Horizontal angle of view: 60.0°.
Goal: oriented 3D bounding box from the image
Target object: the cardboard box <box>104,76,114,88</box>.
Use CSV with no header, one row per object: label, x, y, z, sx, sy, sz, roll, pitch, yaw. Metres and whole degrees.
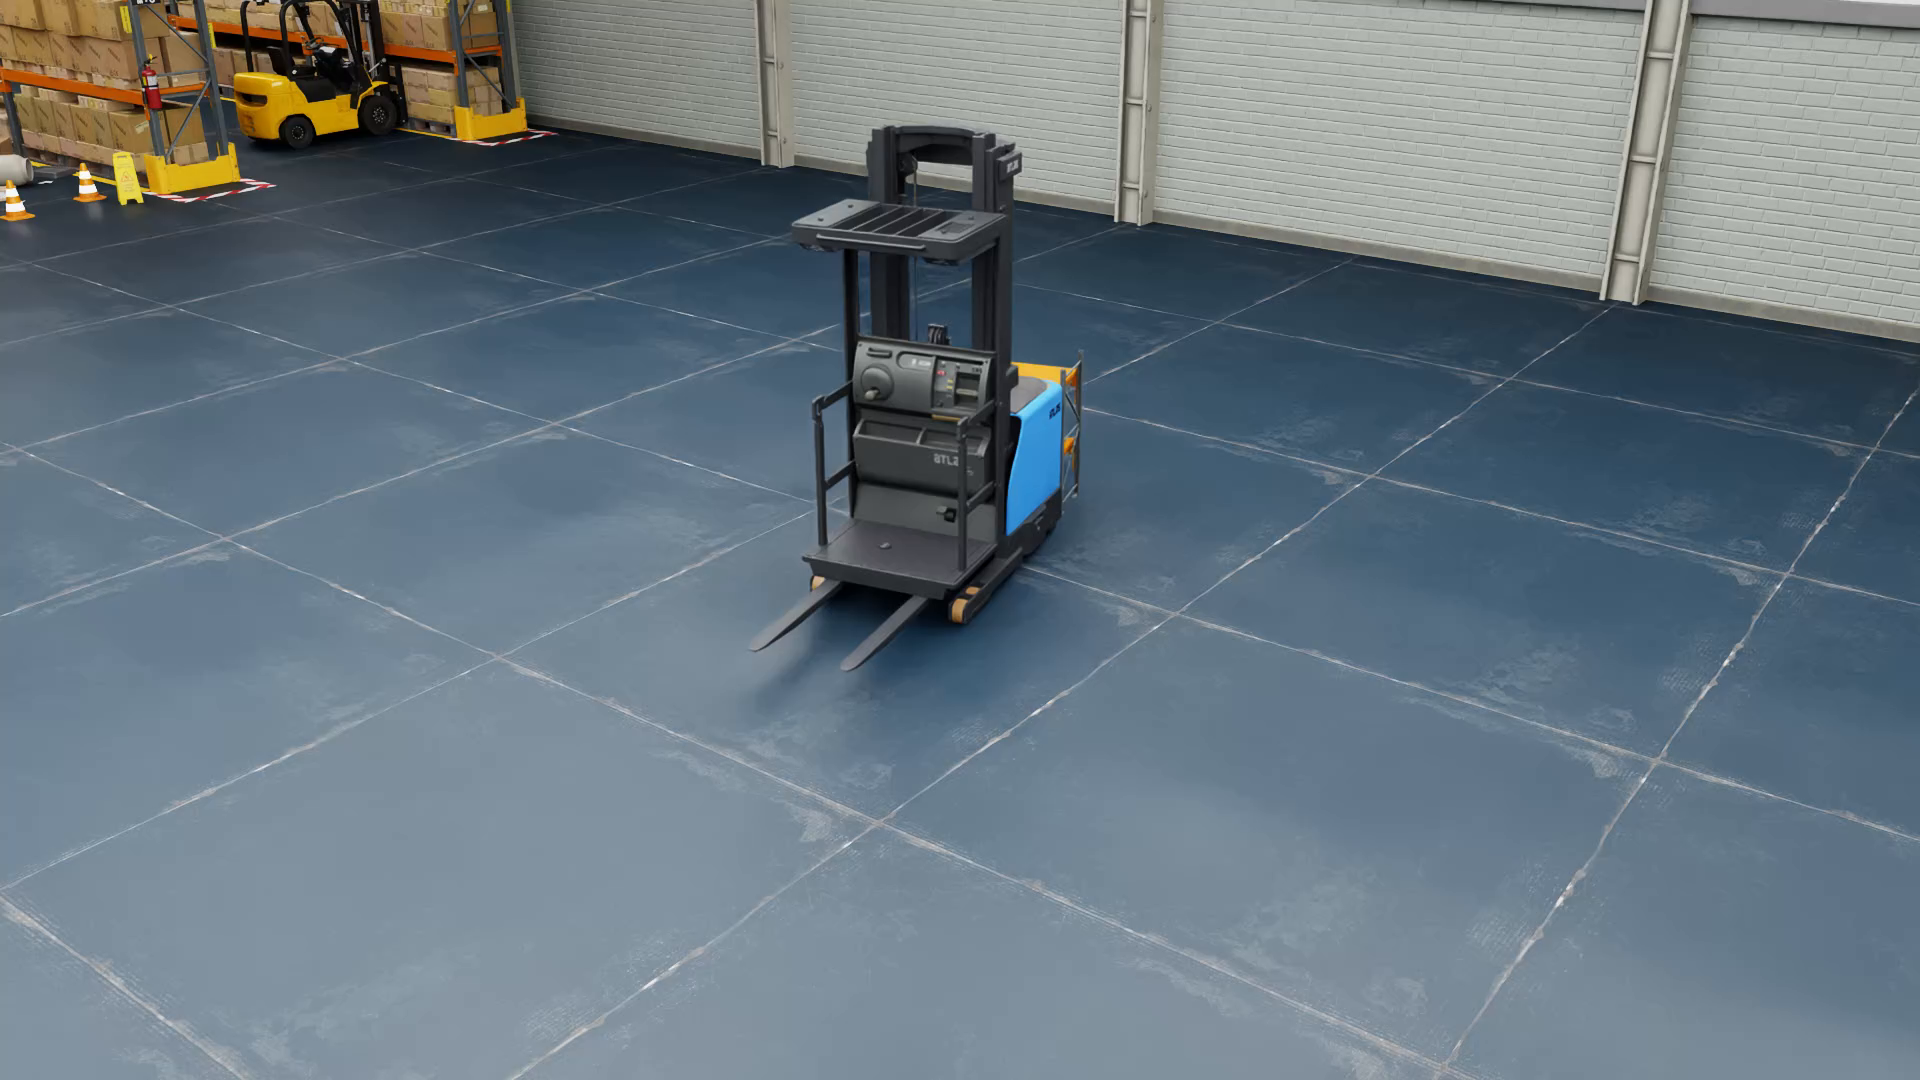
cardboard box,-11.275,-6.198,22.409,0.250,0.149,0.380,16,29,32

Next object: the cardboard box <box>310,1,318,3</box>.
cardboard box,-10.516,-8.948,27.410,0.250,0.149,0.380,16,29,32

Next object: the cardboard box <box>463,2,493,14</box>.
cardboard box,-7.528,-8.308,25.958,0.250,0.149,0.380,16,28,32

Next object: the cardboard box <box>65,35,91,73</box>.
cardboard box,-11.782,-6.667,22.667,0.500,0.500,0.500,17,29,33

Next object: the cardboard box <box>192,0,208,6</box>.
cardboard box,-13.205,-9.587,29.355,0.500,0.250,0.500,18,29,35

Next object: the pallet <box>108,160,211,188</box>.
pallet,-11.076,-5.148,23.172,1.213,0.211,1.003,17,29,33

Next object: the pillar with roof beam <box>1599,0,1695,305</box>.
pillar with roof beam,4.393,-5.263,12.534,0.400,9.000,9.100,17,29,33

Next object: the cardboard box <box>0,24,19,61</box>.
cardboard box,-13.402,-7.150,23.766,0.500,0.500,0.500,17,29,33

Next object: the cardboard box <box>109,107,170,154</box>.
cardboard box,-11.184,-5.584,22.663,0.500,0.500,0.500,17,29,34

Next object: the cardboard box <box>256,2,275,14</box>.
cardboard box,-11.575,-9.086,28.217,0.500,0.250,0.500,16,28,32

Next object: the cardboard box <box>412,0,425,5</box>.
cardboard box,-8.267,-8.401,25.800,0.250,0.149,0.380,18,29,34

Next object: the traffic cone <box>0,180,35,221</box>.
traffic cone,-11.898,-4.284,20.899,0.334,0.463,0.336,17,29,33

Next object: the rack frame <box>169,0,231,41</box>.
rack frame,-13.814,-9.735,30.123,0.127,3.000,1.000,17,29,33

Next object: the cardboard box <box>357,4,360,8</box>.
cardboard box,-9.509,-8.629,26.686,0.250,0.149,0.380,16,28,32

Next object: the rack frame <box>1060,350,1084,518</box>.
rack frame,0.804,-0.776,12.115,0.032,1.125,0.500,8,25,18

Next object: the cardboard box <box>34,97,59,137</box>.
cardboard box,-12.841,-6.087,23.803,0.500,0.500,0.500,18,30,35

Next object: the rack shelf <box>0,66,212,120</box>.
rack shelf,-11.987,-6.352,23.339,4.000,0.370,1.077,17,29,33

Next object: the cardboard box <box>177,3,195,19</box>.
cardboard box,-13.605,-9.480,29.731,0.500,0.250,0.500,17,29,33

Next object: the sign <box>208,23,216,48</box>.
sign,-10.061,-6.769,22.319,0.005,0.325,0.100,17,29,33

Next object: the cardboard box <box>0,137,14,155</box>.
cardboard box,-13.546,-5.324,23.210,0.500,0.500,0.500,-5,24,-12

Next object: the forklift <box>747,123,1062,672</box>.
forklift,-0.331,-1.001,10.387,1.130,2.935,3.031,10,26,22

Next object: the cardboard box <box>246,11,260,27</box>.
cardboard box,-11.958,-8.986,28.610,0.500,0.250,0.500,17,29,34

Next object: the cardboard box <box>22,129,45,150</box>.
cardboard box,-13.277,-5.869,24.239,0.500,0.250,0.500,15,28,31

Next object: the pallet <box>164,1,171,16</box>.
pallet,-14.398,-9.788,30.483,1.003,0.211,1.213,17,29,33

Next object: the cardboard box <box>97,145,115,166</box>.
cardboard box,-11.604,-5.368,23.102,0.500,0.250,0.500,17,29,33

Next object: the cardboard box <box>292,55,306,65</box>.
cardboard box,-11.037,-7.995,28.600,0.625,0.625,0.875,18,30,36

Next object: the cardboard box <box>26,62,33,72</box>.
cardboard box,-13.063,-6.772,23.710,0.250,0.149,0.380,17,29,33

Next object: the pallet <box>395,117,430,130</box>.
pallet,-9.021,-6.991,27.354,1.213,0.211,1.003,17,29,33

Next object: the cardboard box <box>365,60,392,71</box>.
cardboard box,-9.606,-7.697,27.148,0.500,0.250,0.500,18,29,35

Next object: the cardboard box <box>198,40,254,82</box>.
cardboard box,-13.323,-8.685,30.165,0.625,0.625,0.875,18,29,35

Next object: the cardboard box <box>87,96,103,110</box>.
cardboard box,-11.717,-6.010,22.825,0.250,0.149,0.380,17,29,34

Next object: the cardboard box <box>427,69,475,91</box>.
cardboard box,-7.968,-7.202,26.025,0.500,0.250,0.500,18,29,35

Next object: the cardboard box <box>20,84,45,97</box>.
cardboard box,-13.213,-6.459,23.845,0.250,0.149,0.380,17,29,34

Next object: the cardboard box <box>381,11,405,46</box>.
cardboard box,-8.783,-8.132,26.363,0.500,0.500,0.500,16,29,32

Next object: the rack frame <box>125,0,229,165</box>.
rack frame,-10.386,-6.198,22.096,0.127,3.000,1.000,17,29,33

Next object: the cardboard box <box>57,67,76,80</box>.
cardboard box,-12.291,-6.506,23.107,0.250,0.149,0.380,17,29,33

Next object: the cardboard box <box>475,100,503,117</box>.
cardboard box,-7.688,-6.916,26.615,0.500,0.250,0.500,17,29,34

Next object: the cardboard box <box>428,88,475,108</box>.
cardboard box,-7.989,-6.980,26.140,0.500,0.250,0.500,16,29,33

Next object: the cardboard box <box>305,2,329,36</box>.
cardboard box,-10.415,-8.621,27.473,0.500,0.500,0.500,16,28,32

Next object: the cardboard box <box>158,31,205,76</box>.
cardboard box,-10.599,-6.584,22.479,0.500,0.500,0.500,16,29,33

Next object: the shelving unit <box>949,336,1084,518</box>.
shelving unit,0.325,-0.844,12.271,1.048,1.125,0.538,8,25,18

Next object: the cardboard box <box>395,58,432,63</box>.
cardboard box,-8.885,-7.739,27.243,0.500,0.250,0.500,16,28,32

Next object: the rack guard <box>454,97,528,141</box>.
rack guard,-7.393,-6.650,26.224,0.348,0.500,1.175,17,29,33

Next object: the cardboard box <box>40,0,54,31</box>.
cardboard box,-12.112,-7.271,22.798,0.500,0.500,0.700,17,29,33

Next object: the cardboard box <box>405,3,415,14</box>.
cardboard box,-8.443,-8.334,26.017,0.250,0.149,0.380,17,29,33
